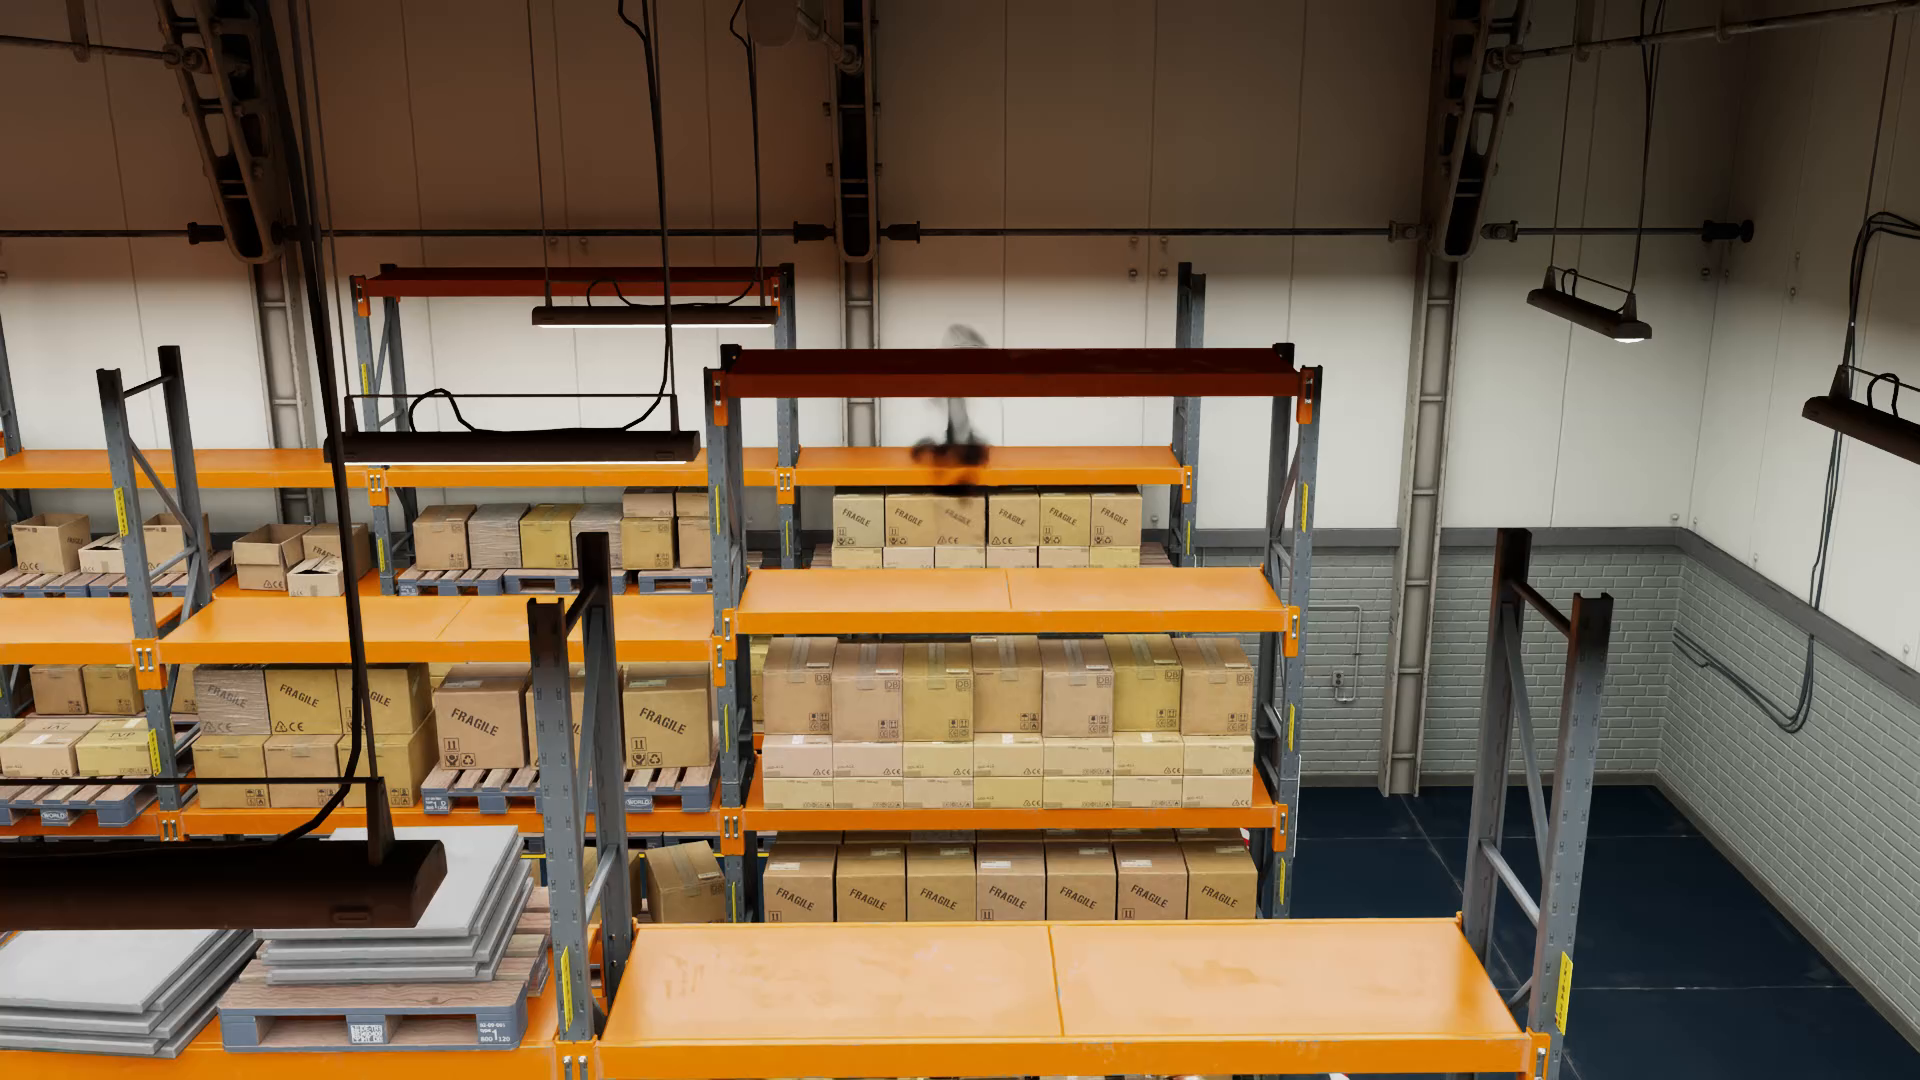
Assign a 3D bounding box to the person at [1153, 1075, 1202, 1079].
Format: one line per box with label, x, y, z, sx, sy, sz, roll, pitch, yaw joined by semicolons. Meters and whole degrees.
person;1.437;4.142;11.127;0.724;1.759;0.682;-5;17;-15
